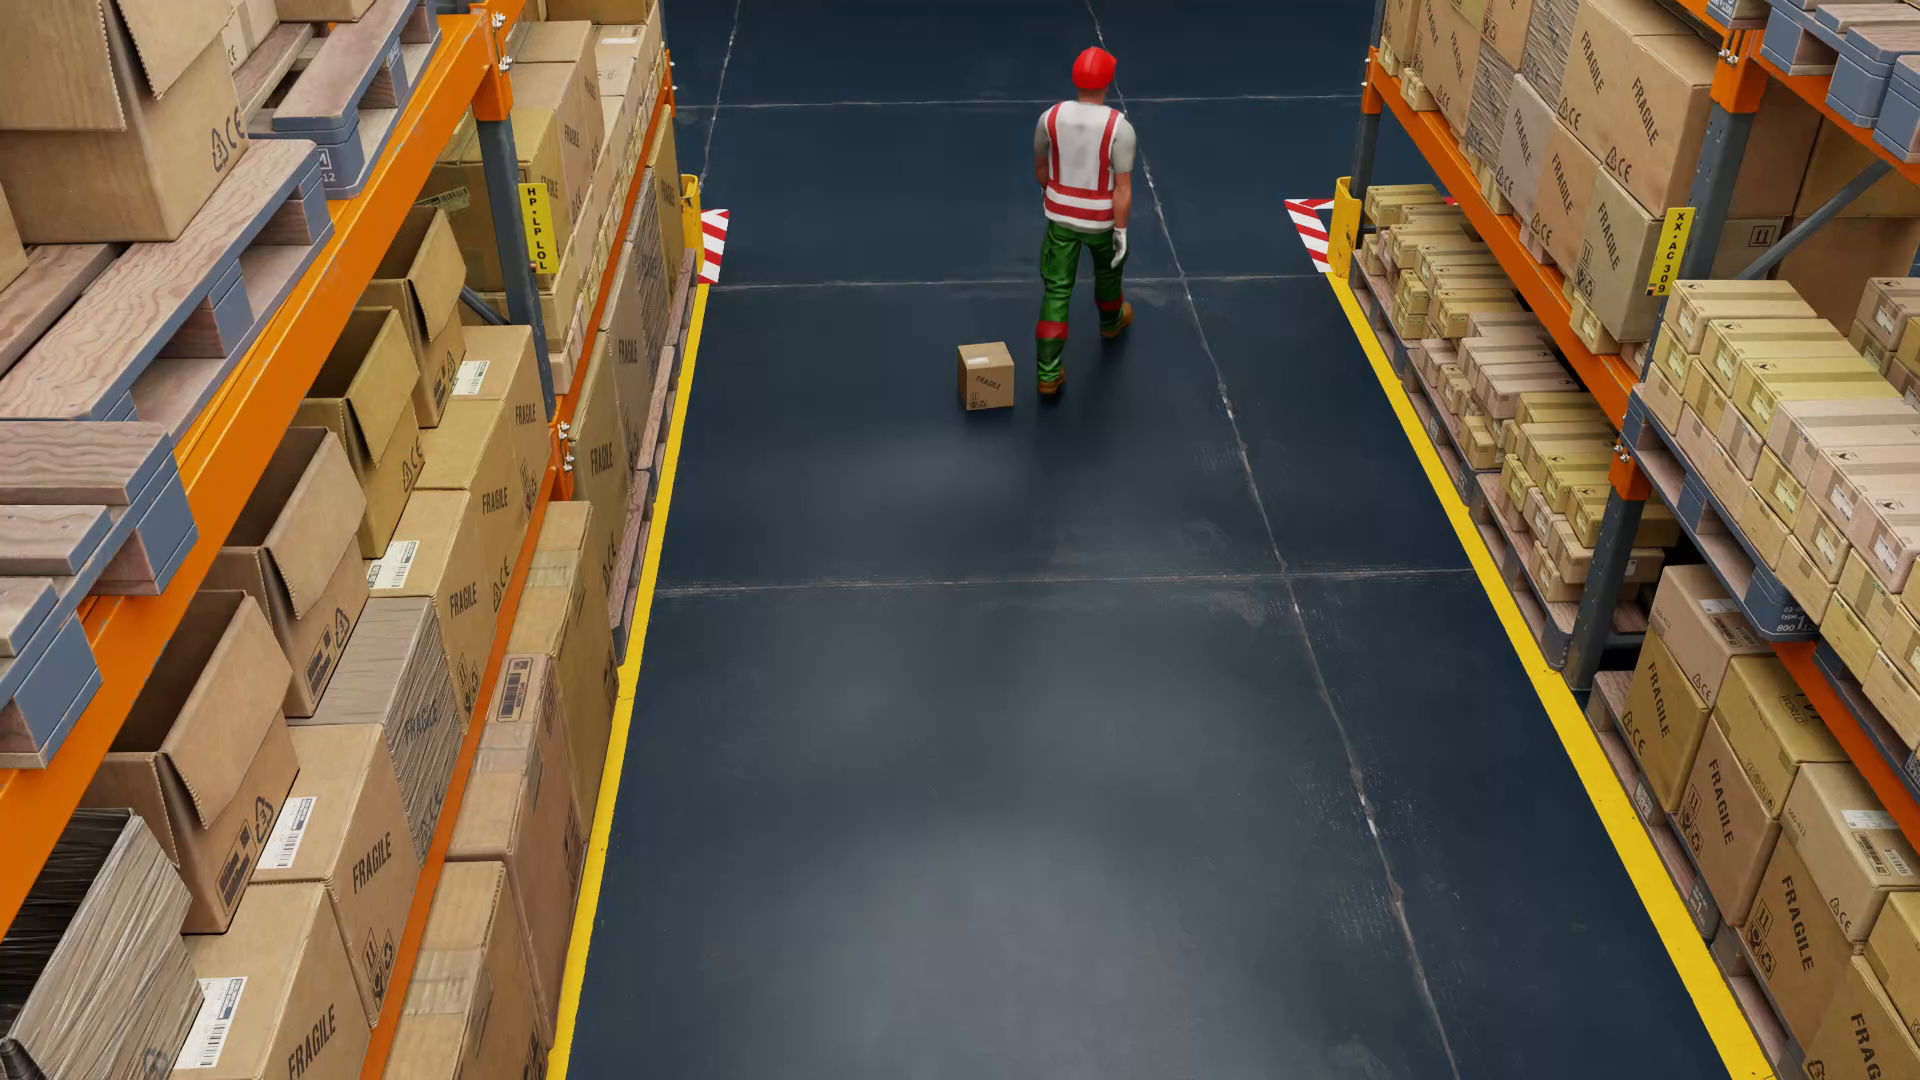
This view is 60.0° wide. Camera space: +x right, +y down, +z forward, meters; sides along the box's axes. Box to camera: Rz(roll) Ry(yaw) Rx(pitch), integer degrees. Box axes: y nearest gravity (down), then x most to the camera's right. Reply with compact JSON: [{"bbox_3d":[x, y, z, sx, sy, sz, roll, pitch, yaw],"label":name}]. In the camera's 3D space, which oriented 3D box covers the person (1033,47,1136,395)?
[{"bbox_3d":[0.645,-1.709,8.560,0.549,1.732,1.061,10,36,14],"label":"person"}]
